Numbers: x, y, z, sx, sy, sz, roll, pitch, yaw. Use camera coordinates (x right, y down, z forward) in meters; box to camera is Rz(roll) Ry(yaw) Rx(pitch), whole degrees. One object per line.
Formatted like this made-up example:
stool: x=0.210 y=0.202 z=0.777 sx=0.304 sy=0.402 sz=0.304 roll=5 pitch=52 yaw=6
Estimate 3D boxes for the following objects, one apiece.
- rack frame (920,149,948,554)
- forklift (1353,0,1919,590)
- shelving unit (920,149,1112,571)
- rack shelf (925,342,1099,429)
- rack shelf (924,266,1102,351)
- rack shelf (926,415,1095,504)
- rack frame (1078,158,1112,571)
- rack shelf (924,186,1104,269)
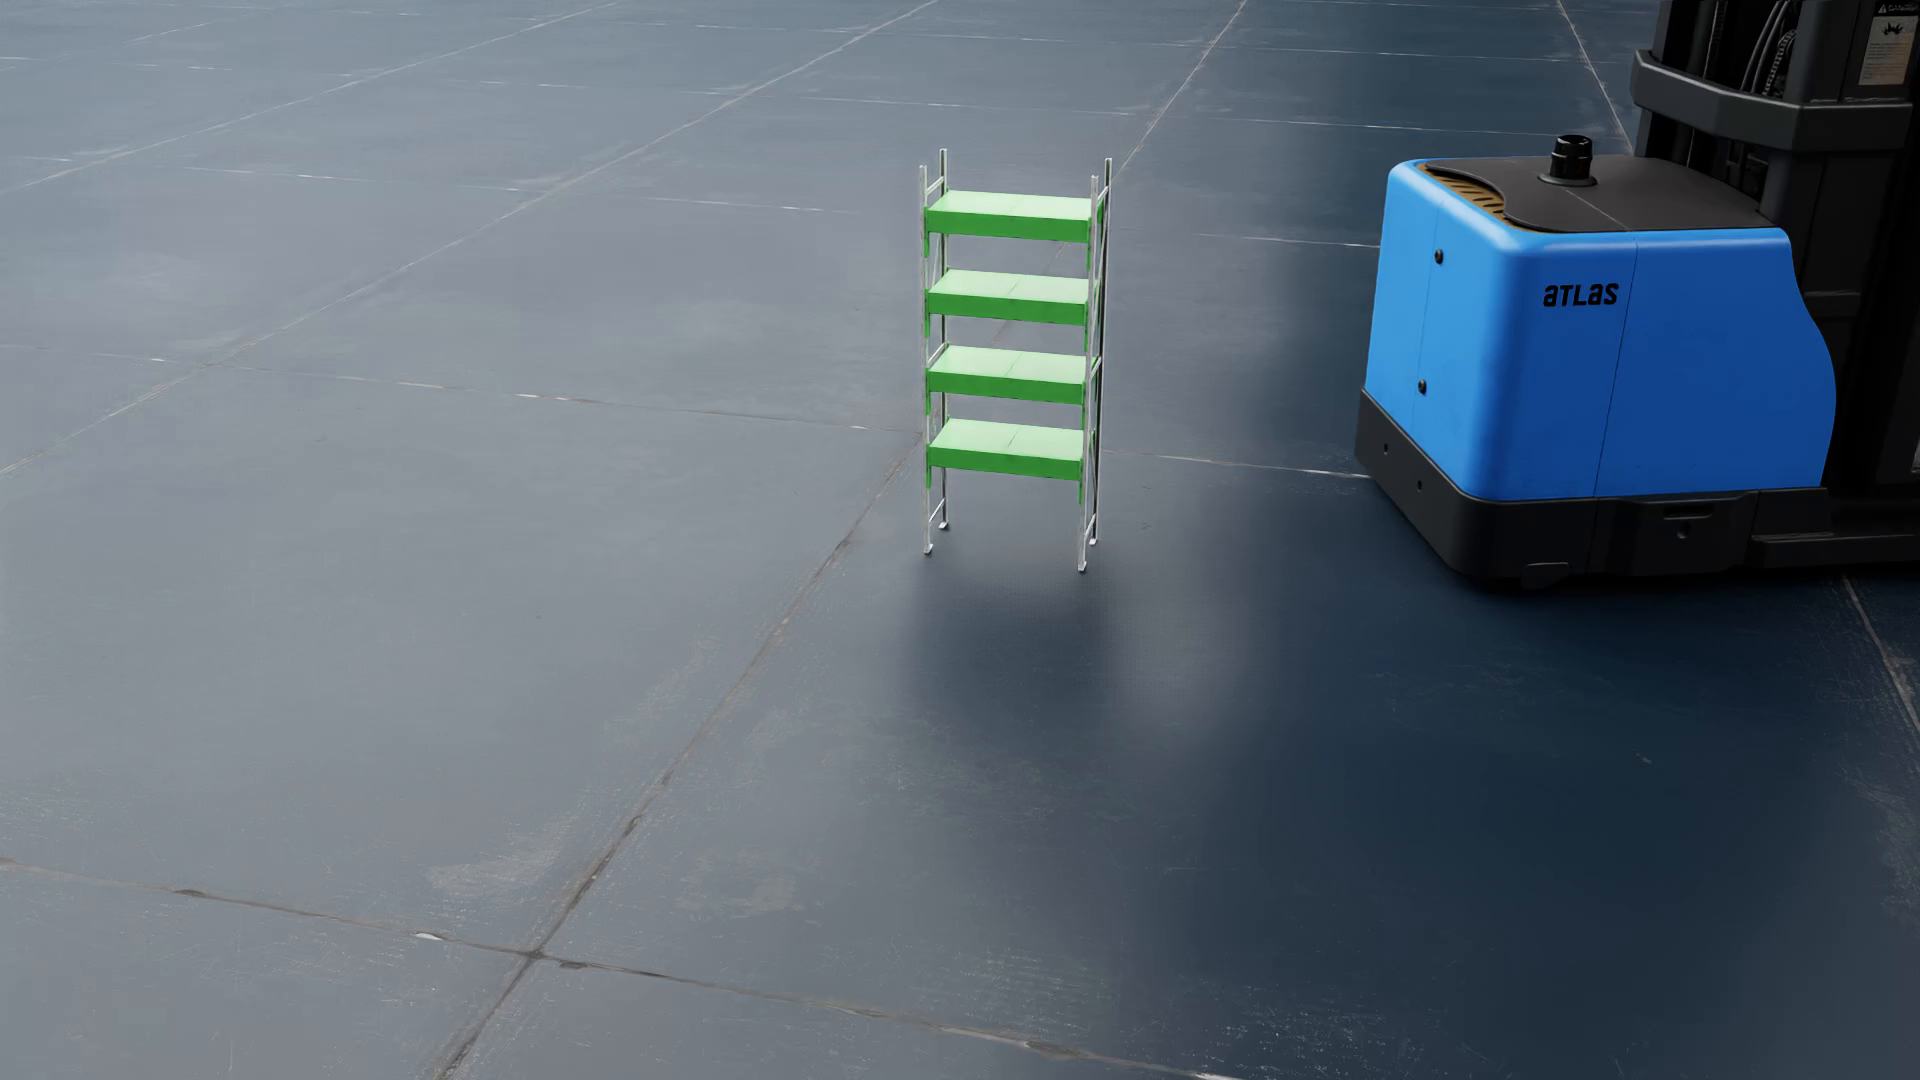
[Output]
rack frame: x=-0.076 y=-0.550 z=5.010 sx=0.015 sy=1.200 sz=0.240 roll=6 pitch=26 yaw=13
forklift: x=2.902 y=-1.438 z=4.861 sx=3.031 sy=2.935 sz=1.130 roll=-3 pitch=26 yaw=-6
shelving unit: x=0.160 y=-0.524 z=4.955 sx=0.503 sy=1.200 sz=0.258 roll=6 pitch=26 yaw=13
rack shelf: x=0.160 y=-0.466 z=4.982 sx=0.480 sy=0.148 sz=0.258 roll=6 pitch=26 yaw=13
rack shelf: x=0.160 y=-0.683 z=4.879 sx=0.480 sy=0.148 sz=0.258 roll=6 pitch=26 yaw=13
rack shelf: x=0.160 y=-0.250 z=5.086 sx=0.480 sy=0.148 sz=0.258 roll=6 pitch=26 yaw=13
rack frame: x=0.397 y=-0.498 z=4.900 sx=0.015 sy=1.200 sz=0.240 roll=6 pitch=26 yaw=13
rack shelf: x=0.160 y=-0.900 z=4.776 sx=0.480 sy=0.148 sz=0.258 roll=6 pitch=26 yaw=13
